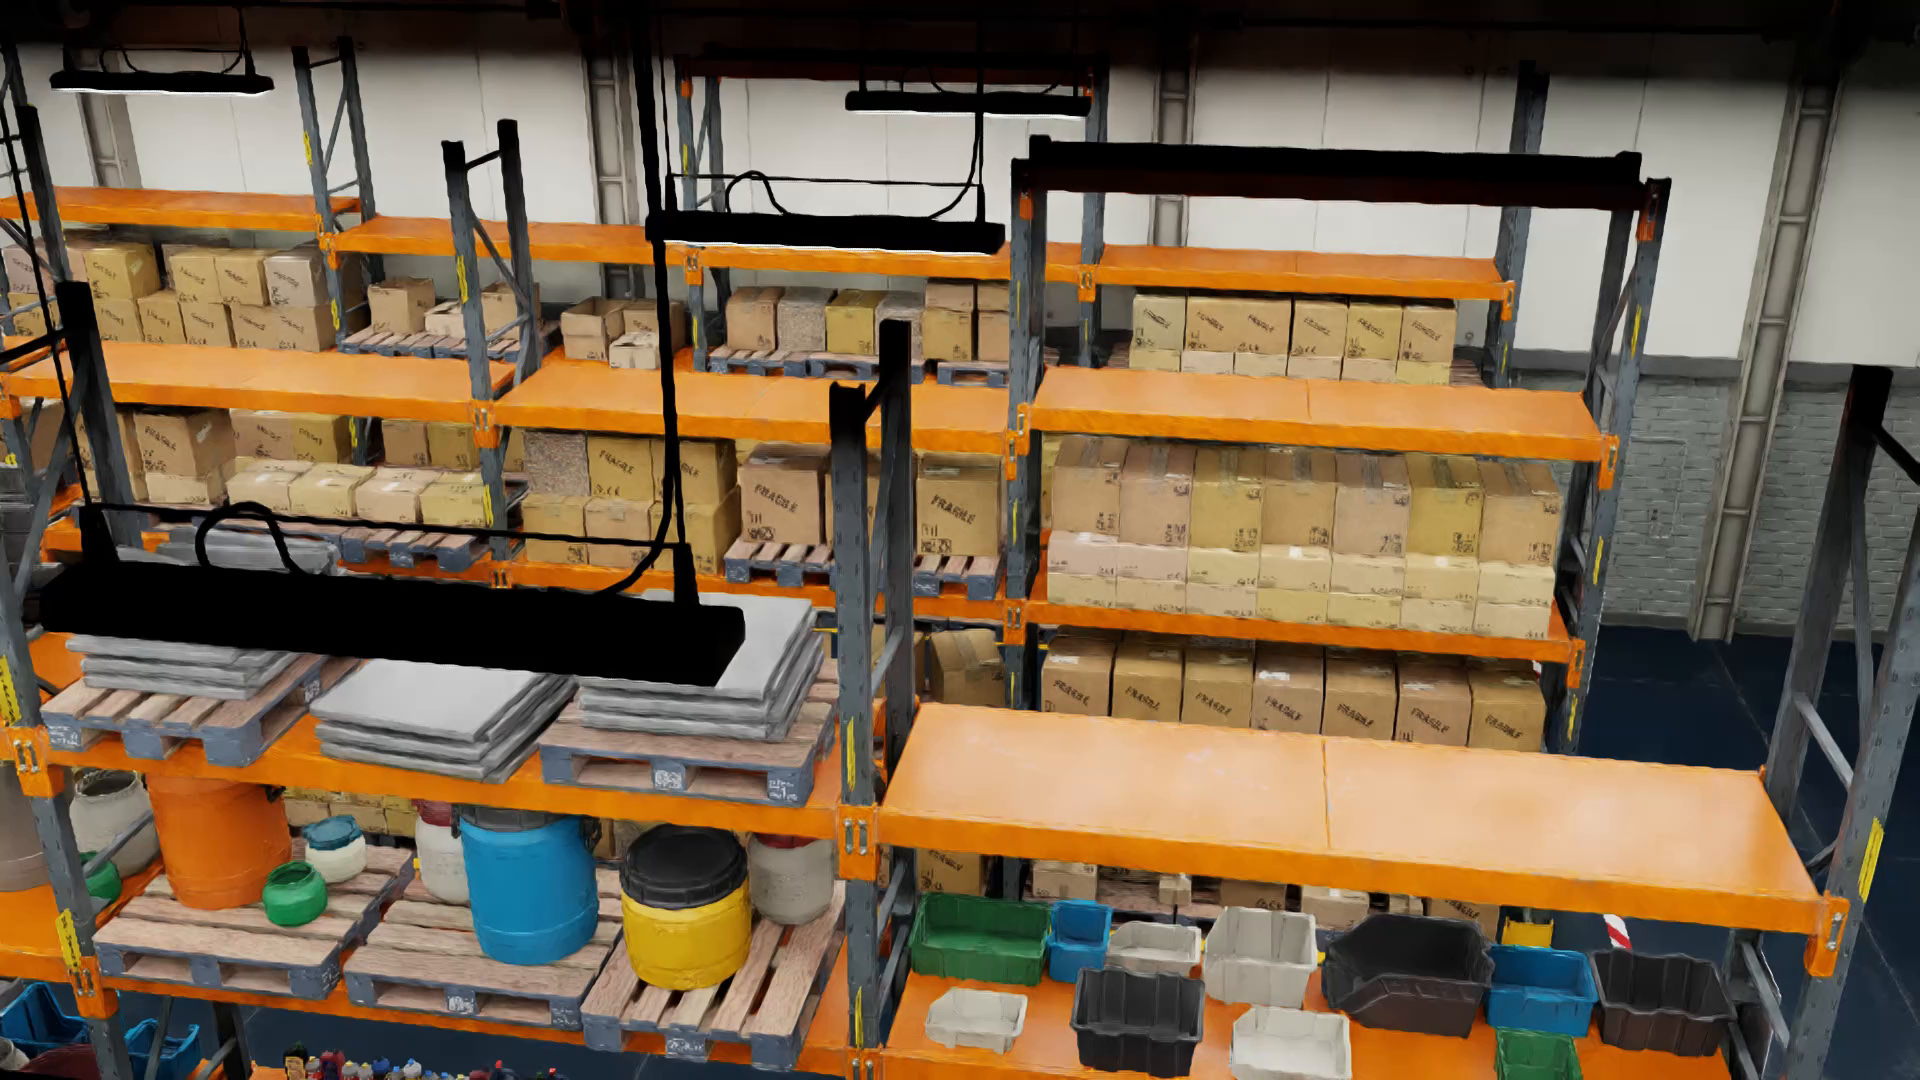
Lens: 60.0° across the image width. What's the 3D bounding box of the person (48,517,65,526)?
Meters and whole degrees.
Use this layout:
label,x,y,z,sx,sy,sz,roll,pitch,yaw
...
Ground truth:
label,x,y,z,sx,sy,sz,roll,pitch,yaw
person,-10.039,-0.022,18.360,0.801,1.607,0.615,6,24,13
